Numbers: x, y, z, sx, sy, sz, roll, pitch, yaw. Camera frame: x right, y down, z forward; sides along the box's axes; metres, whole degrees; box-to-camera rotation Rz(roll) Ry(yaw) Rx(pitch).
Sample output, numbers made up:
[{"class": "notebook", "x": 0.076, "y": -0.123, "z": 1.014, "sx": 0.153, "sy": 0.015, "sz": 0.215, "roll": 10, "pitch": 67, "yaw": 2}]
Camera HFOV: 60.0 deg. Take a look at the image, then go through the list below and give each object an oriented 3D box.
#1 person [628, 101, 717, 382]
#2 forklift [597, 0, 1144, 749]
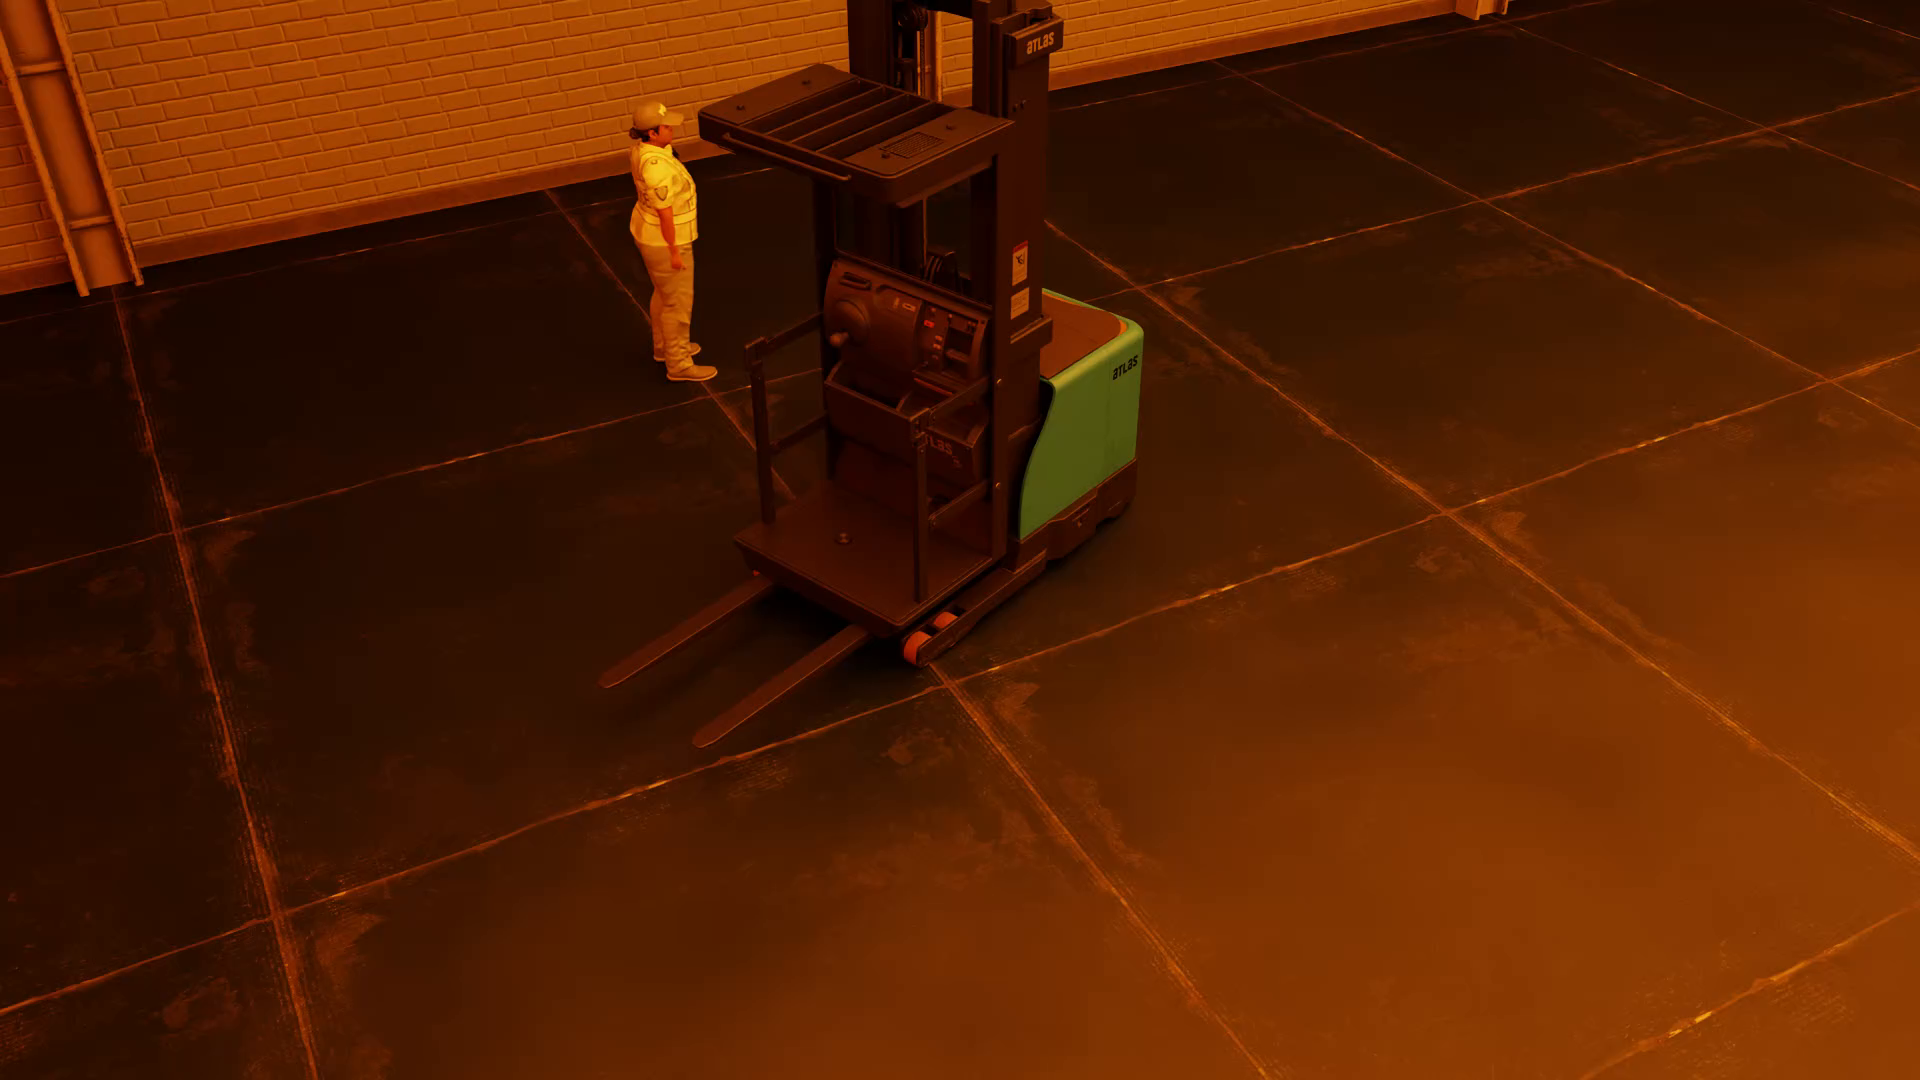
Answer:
[{"class": "person", "x": -1.702, "y": -1.742, "z": 9.690, "sx": 0.393, "sy": 1.668, "sz": 0.482, "roll": -15, "pitch": 38, "yaw": -20}, {"class": "forklift", "x": -0.390, "y": -0.927, "z": 7.434, "sx": 1.130, "sy": 2.935, "sz": 3.031, "roll": 26, "pitch": 43, "yaw": 31}]
